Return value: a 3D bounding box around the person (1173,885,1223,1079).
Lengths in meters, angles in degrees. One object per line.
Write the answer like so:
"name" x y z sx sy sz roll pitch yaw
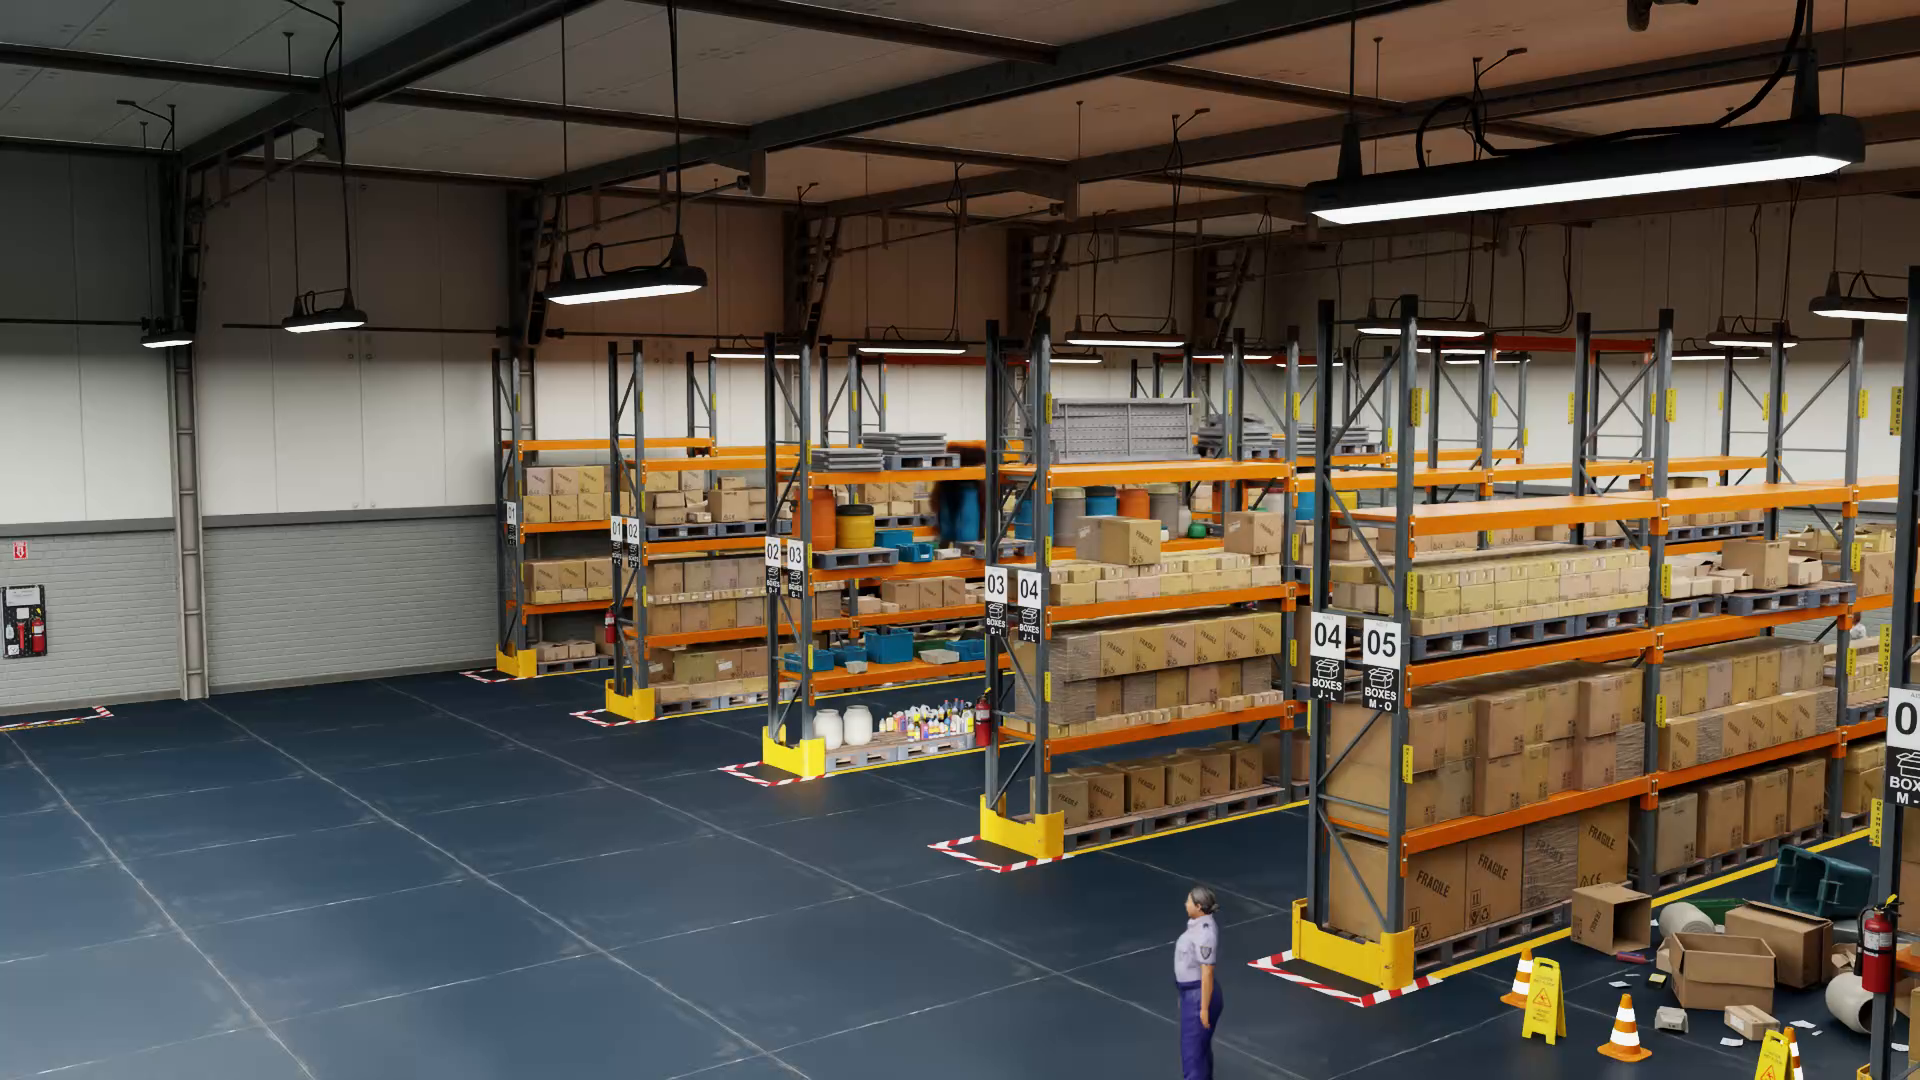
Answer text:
"person" 1.657 3.306 11.865 0.433 1.663 0.594 0 5 4

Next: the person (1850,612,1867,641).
"person" 14.991 1.931 27.928 0.475 1.549 0.868 5 7 45

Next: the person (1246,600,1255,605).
"person" 5.560 1.588 31.036 0.761 1.682 0.608 -3 6 -27
